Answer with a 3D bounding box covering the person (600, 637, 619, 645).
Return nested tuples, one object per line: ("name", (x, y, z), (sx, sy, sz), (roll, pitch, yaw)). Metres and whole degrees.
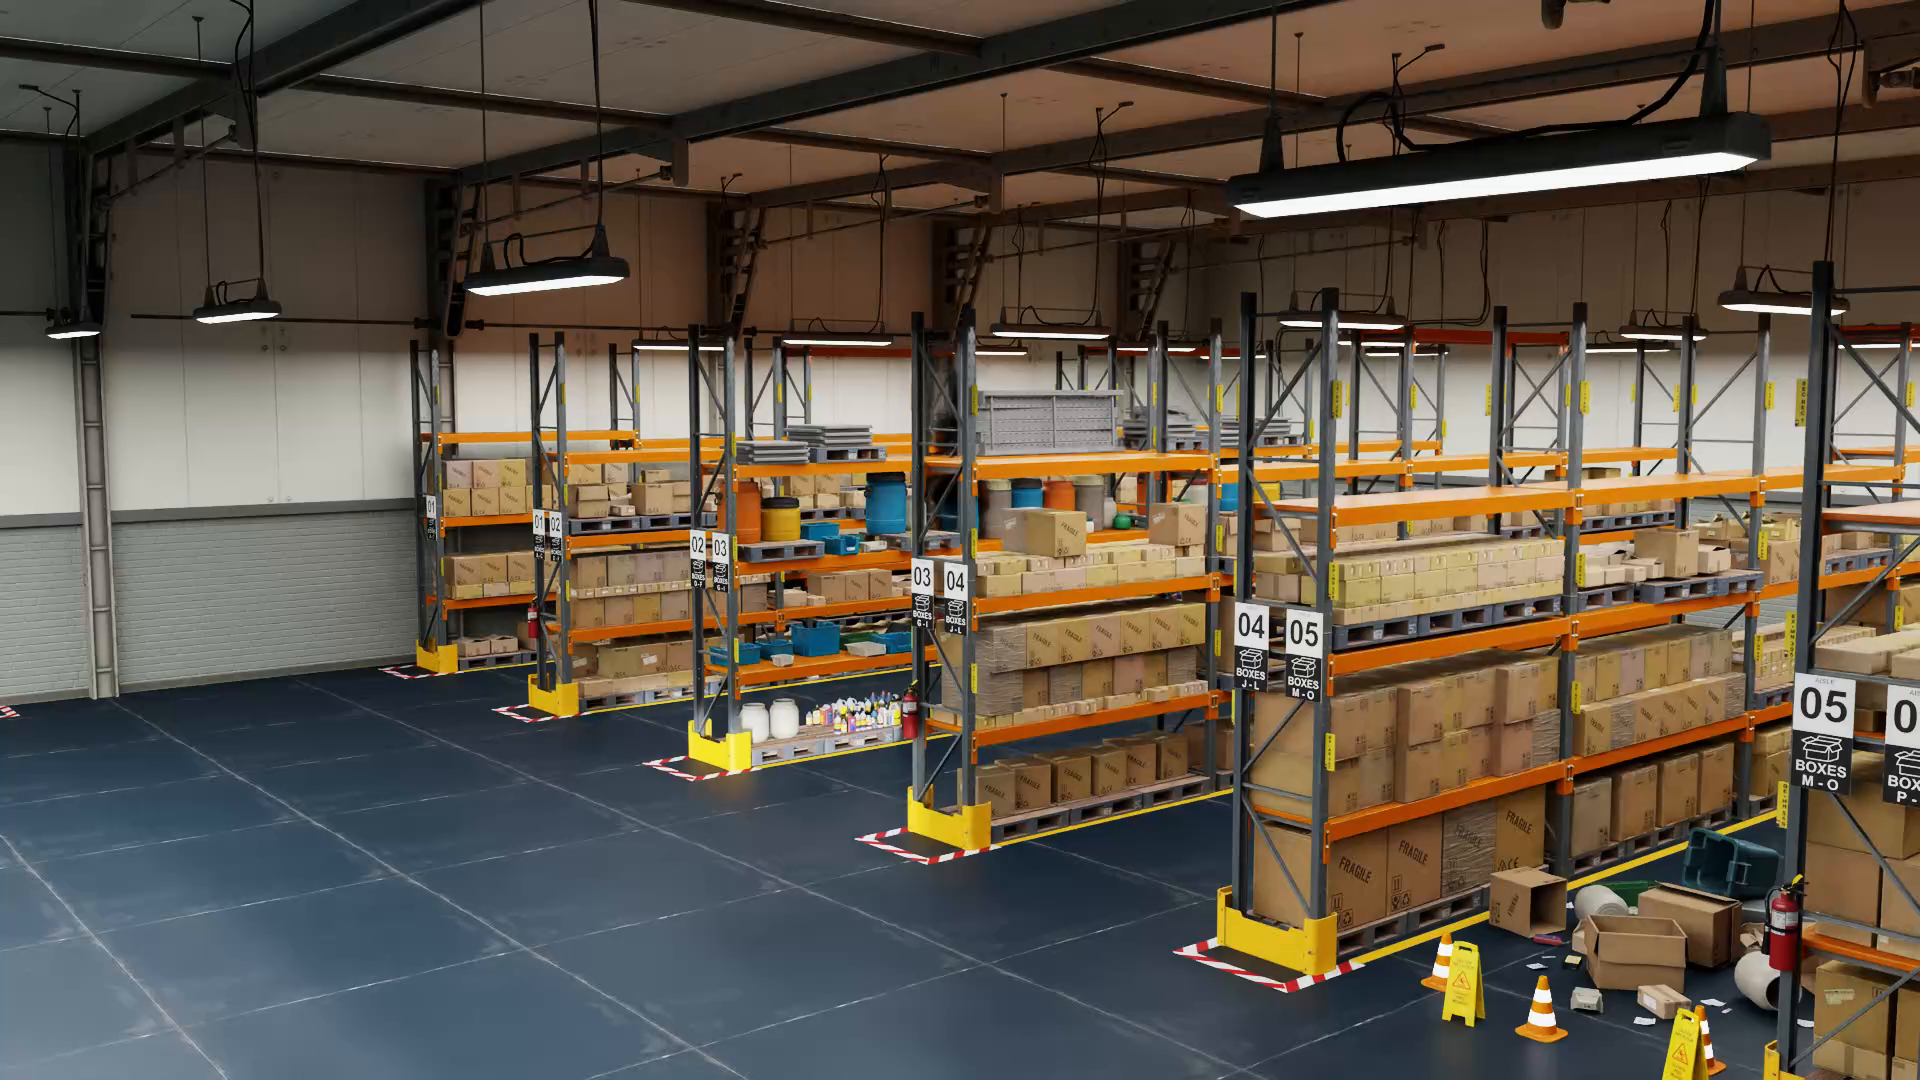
("person", (-6.050, 1.639, 28.846), (0.557, 1.573, 0.650), (4, 7, 38))
